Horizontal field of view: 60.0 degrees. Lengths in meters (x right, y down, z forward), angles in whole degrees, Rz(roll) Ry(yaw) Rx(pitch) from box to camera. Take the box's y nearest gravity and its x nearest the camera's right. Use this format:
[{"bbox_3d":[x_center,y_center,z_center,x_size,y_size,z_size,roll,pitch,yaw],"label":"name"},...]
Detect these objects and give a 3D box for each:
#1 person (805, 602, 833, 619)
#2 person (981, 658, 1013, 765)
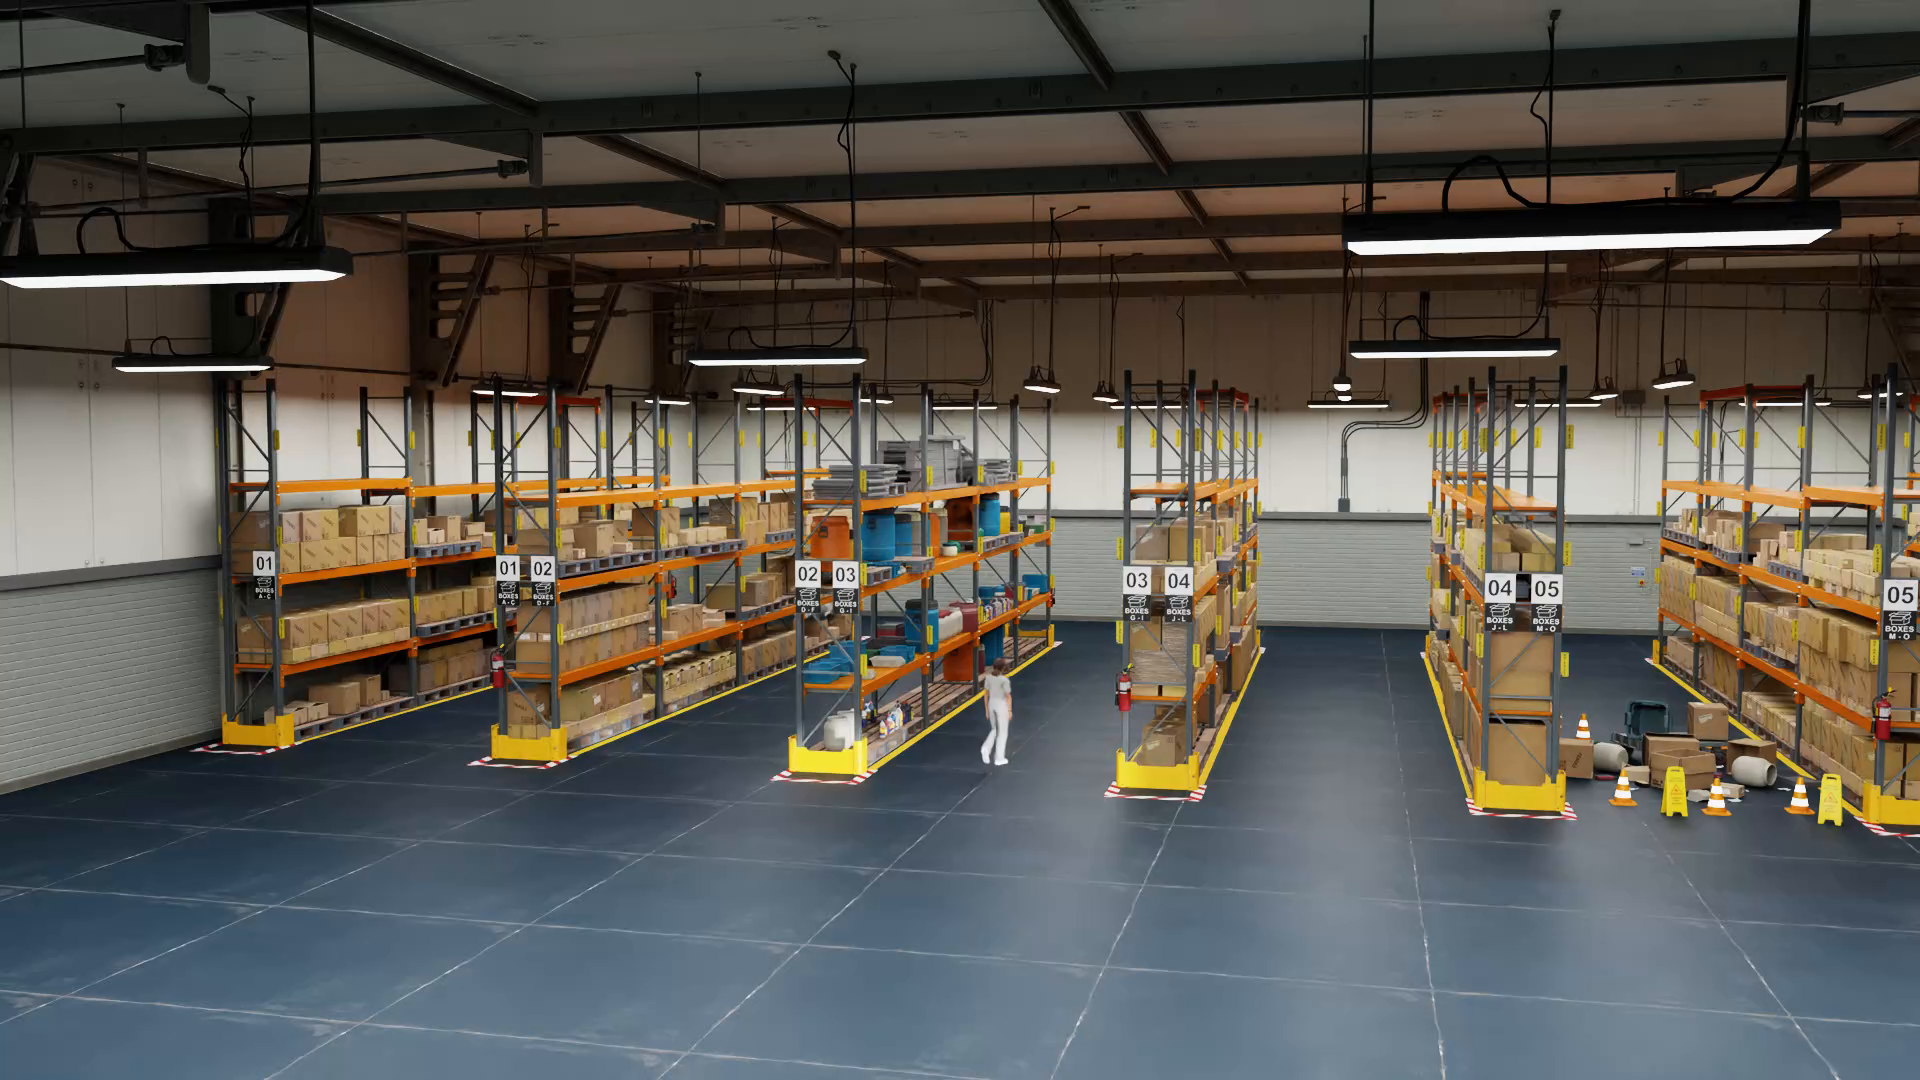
[{"bbox_3d":[-3.719,1.459,44.433,0.862,1.750,0.589,2,4,31],"label":"person"},{"bbox_3d":[0.583,2.627,25.496,0.451,1.661,0.485,3,5,42],"label":"person"}]
